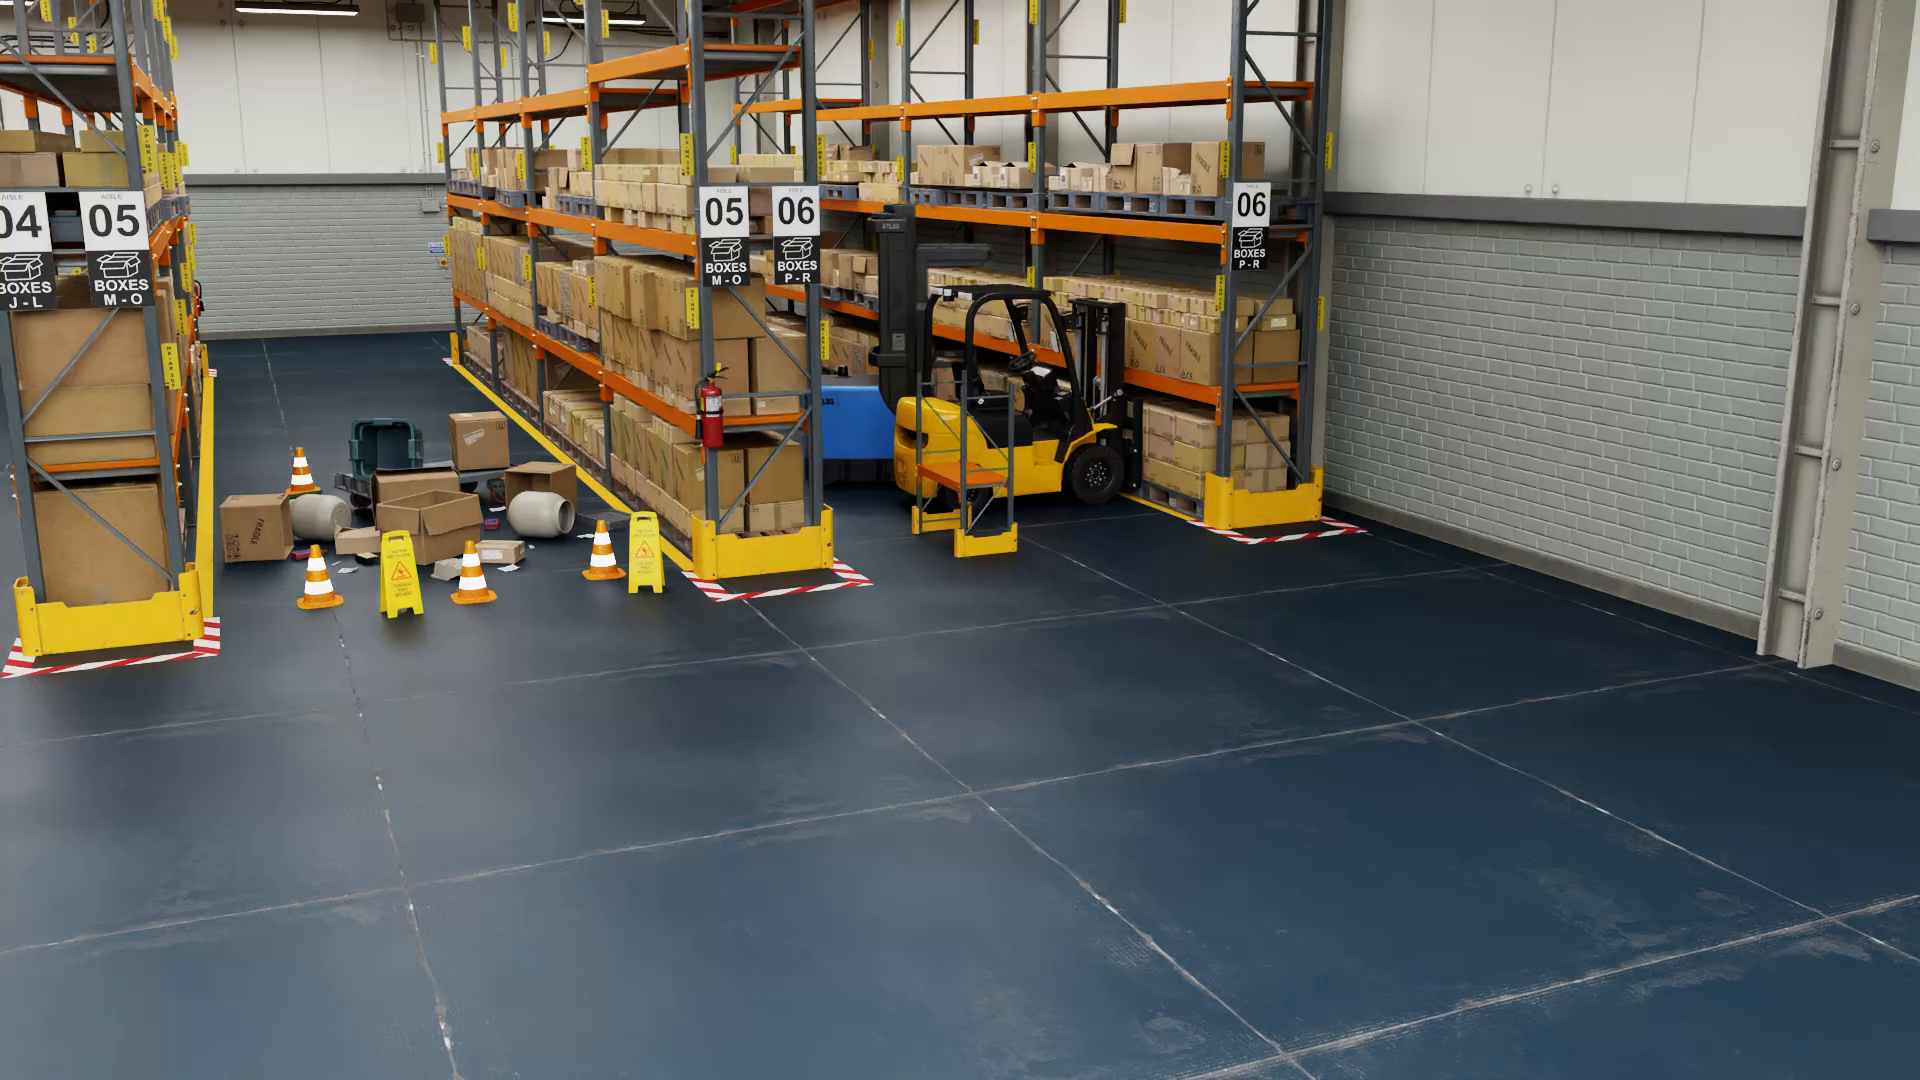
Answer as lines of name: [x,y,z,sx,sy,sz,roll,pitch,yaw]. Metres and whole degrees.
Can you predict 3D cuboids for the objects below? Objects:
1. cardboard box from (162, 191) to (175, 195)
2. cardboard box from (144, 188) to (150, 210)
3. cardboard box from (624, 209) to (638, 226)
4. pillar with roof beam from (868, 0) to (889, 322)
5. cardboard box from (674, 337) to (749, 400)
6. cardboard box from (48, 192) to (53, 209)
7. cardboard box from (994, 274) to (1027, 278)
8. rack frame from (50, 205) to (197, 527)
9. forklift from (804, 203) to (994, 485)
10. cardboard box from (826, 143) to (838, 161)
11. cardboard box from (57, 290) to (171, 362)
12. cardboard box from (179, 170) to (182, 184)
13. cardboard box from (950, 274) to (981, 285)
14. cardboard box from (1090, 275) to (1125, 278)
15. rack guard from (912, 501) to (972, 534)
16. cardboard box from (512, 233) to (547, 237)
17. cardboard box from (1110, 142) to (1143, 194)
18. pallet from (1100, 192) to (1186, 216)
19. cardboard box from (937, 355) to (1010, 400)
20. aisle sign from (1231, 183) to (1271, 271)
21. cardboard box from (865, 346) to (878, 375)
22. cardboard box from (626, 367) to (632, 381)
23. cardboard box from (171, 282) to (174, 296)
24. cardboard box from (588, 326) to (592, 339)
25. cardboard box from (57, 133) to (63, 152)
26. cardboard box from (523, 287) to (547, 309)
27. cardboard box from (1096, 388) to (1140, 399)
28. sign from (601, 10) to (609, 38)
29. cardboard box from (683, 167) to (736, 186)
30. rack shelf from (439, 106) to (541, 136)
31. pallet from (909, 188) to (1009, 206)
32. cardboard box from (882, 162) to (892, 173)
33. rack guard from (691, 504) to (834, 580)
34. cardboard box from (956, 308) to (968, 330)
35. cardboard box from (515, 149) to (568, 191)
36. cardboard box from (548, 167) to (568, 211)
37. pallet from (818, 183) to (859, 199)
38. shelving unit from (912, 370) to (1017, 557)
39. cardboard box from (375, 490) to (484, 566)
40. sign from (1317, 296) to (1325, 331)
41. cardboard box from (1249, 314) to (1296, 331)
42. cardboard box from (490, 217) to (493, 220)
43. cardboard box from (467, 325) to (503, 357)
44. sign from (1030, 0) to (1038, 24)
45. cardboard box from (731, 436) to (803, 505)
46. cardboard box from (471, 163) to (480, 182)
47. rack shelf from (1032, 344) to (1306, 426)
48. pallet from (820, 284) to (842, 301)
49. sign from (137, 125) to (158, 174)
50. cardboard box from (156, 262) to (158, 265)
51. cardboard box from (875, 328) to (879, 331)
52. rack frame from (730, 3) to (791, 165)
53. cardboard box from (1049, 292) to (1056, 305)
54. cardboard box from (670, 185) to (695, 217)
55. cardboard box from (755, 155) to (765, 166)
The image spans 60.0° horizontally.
cardboard box: [-9.323,-4.034,19.153,0.500,0.500,0.500,-6,14,-23]
cardboard box: [-5.977,-2.421,11.810,0.380,0.149,0.250,-6,14,-23]
cardboard box: [-2.905,-3.002,15.471,0.380,0.149,0.250,-6,14,-24]
pillar with roof beam: [-5.297,-6.885,25.039,9.100,9.000,0.400,-6,14,-23]
cardboard box: [-2.108,-1.478,14.102,0.500,0.500,0.500,-6,14,-24]
cardboard box: [-6.781,-2.465,11.998,0.380,0.149,0.250,-5,14,-22]
cardboard box: [0.652,-3.299,21.193,0.380,0.149,0.250,-5,14,-21]
rack frame: [-7.736,-1.555,15.318,1.000,3.000,0.127,-6,14,-23]
forklift: [-0.143,-2.104,17.840,3.031,2.935,1.130,0,13,0]
cardboard box: [-2.098,-5.971,25.568,0.396,0.266,0.258,-6,14,-24]
cardboard box: [-6.651,-1.642,12.963,0.875,0.550,0.550,-6,14,-23]
cardboard box: [-11.298,-5.170,23.506,0.500,0.250,0.500,-5,14,-22]
cardboard box: [0.088,-3.306,21.219,0.380,0.149,0.250,-5,14,-22]
cardboard box: [1.710,-2.944,18.996,0.380,0.149,0.250,-6,14,-23]
rack guard: [-0.169,-0.209,15.598,0.587,0.250,0.087,-6,14,-23]
cardboard box: [-6.414,-4.332,24.877,0.500,0.500,0.500,-6,14,-23]
cardboard box: [1.989,-3.826,17.092,0.797,0.503,0.637,-5,14,-21]
pallet: [2.156,-3.465,17.114,1.003,0.211,1.213,-6,14,-23]
cardboard box: [0.210,-2.082,21.929,0.875,0.625,0.625,-5,14,-21]
aisle sign: [2.665,-2.873,15.244,0.394,0.787,0.004,-6,14,-23]
cardboard box: [-1.066,-2.566,24.296,0.500,0.500,0.500,-5,14,-21]
cardboard box: [-3.058,-1.653,16.297,0.380,0.149,0.250,-5,14,-21]
cardboard box: [-9.550,-2.973,19.751,0.380,0.149,0.250,-6,14,-23]
cardboard box: [-3.789,-2.243,17.915,0.380,0.149,0.250,-6,14,-25]
cardboard box: [-7.391,-3.167,13.267,0.380,0.149,0.250,-6,14,-23]
cardboard box: [-5.270,-3.097,21.205,0.500,0.250,0.500,-6,14,-23]
cardboard box: [1.617,-1.488,17.976,0.500,0.250,0.500,-5,14,-21]
sign: [-4.350,-6.317,20.341,0.100,0.325,0.005,-6,14,-23]
cardboard box: [-2.045,-2.968,13.557,0.380,0.149,0.250,-5,14,-22]
rack shelf: [-7.247,-6.467,25.717,1.077,0.370,4.000,-6,14,-23]
pallet: [0.057,-4.536,21.964,1.213,0.211,1.003,-5,14,-20]
cardboard box: [-0.867,-5.185,23.137,0.380,0.149,0.250,-6,14,-25]
rack guard: [-1.669,0.005,14.119,1.175,0.500,0.348,-6,14,-23]
cardboard box: [0.273,-2.795,21.005,0.500,0.250,0.500,-5,14,-21]
cardboard box: [-5.132,-4.630,20.791,0.797,0.503,0.637,-7,15,-26]
cardboard box: [-4.473,-4.163,19.711,0.700,0.500,0.500,-6,14,-23]
pallet: [-1.702,-5.354,25.496,1.213,0.211,1.003,-6,14,-23]
shelving unit: [0.031,-0.715,15.013,0.587,1.500,1.083,-6,14,-23]
cardboard box: [-4.662,-0.115,14.631,0.637,0.503,0.797,6,14,26]
sign: [3.419,-2.155,15.815,0.100,0.325,0.005,-6,14,-23]
cardboard box: [3.010,-2.104,16.030,0.380,0.149,0.250,-6,14,-24]
cardboard box: [-7.597,-5.248,27.396,0.380,0.149,0.250,-5,14,-22]
cardboard box: [-7.692,-3.332,27.744,0.875,0.438,0.875,-6,14,-25]
sign: [0.813,-5.837,18.268,0.100,0.325,0.005,-6,14,-23]
cardboard box: [-1.718,-0.624,14.797,0.500,0.500,0.500,-6,14,-25]
cardboard box: [-6.995,-5.428,24.545,0.396,0.266,0.258,-5,14,-21]
rack shelf: [2.107,-1.709,17.577,1.077,0.370,4.000,-6,14,-23]
pallet: [-1.679,-3.857,25.688,1.003,0.211,1.213,-6,14,-23]
sign: [-5.623,-2.704,11.513,0.100,0.325,0.005,-6,14,-23]
cardboard box: [-8.964,-2.720,17.909,0.700,0.500,0.500,-6,14,-24]
cardboard box: [-1.084,-3.163,25.436,0.380,0.149,0.250,-5,14,-21]
rack frame: [-3.501,-7.875,29.316,1.000,3.000,0.127,-6,14,-23]
cardboard box: [1.192,-2.748,18.809,0.380,0.149,0.250,-6,14,-24]
cardboard box: [-2.090,-2.812,13.766,0.500,0.250,0.500,-6,14,-24]
cardboard box: [-3.153,-6.405,28.183,0.500,0.250,0.500,-6,14,-24]
